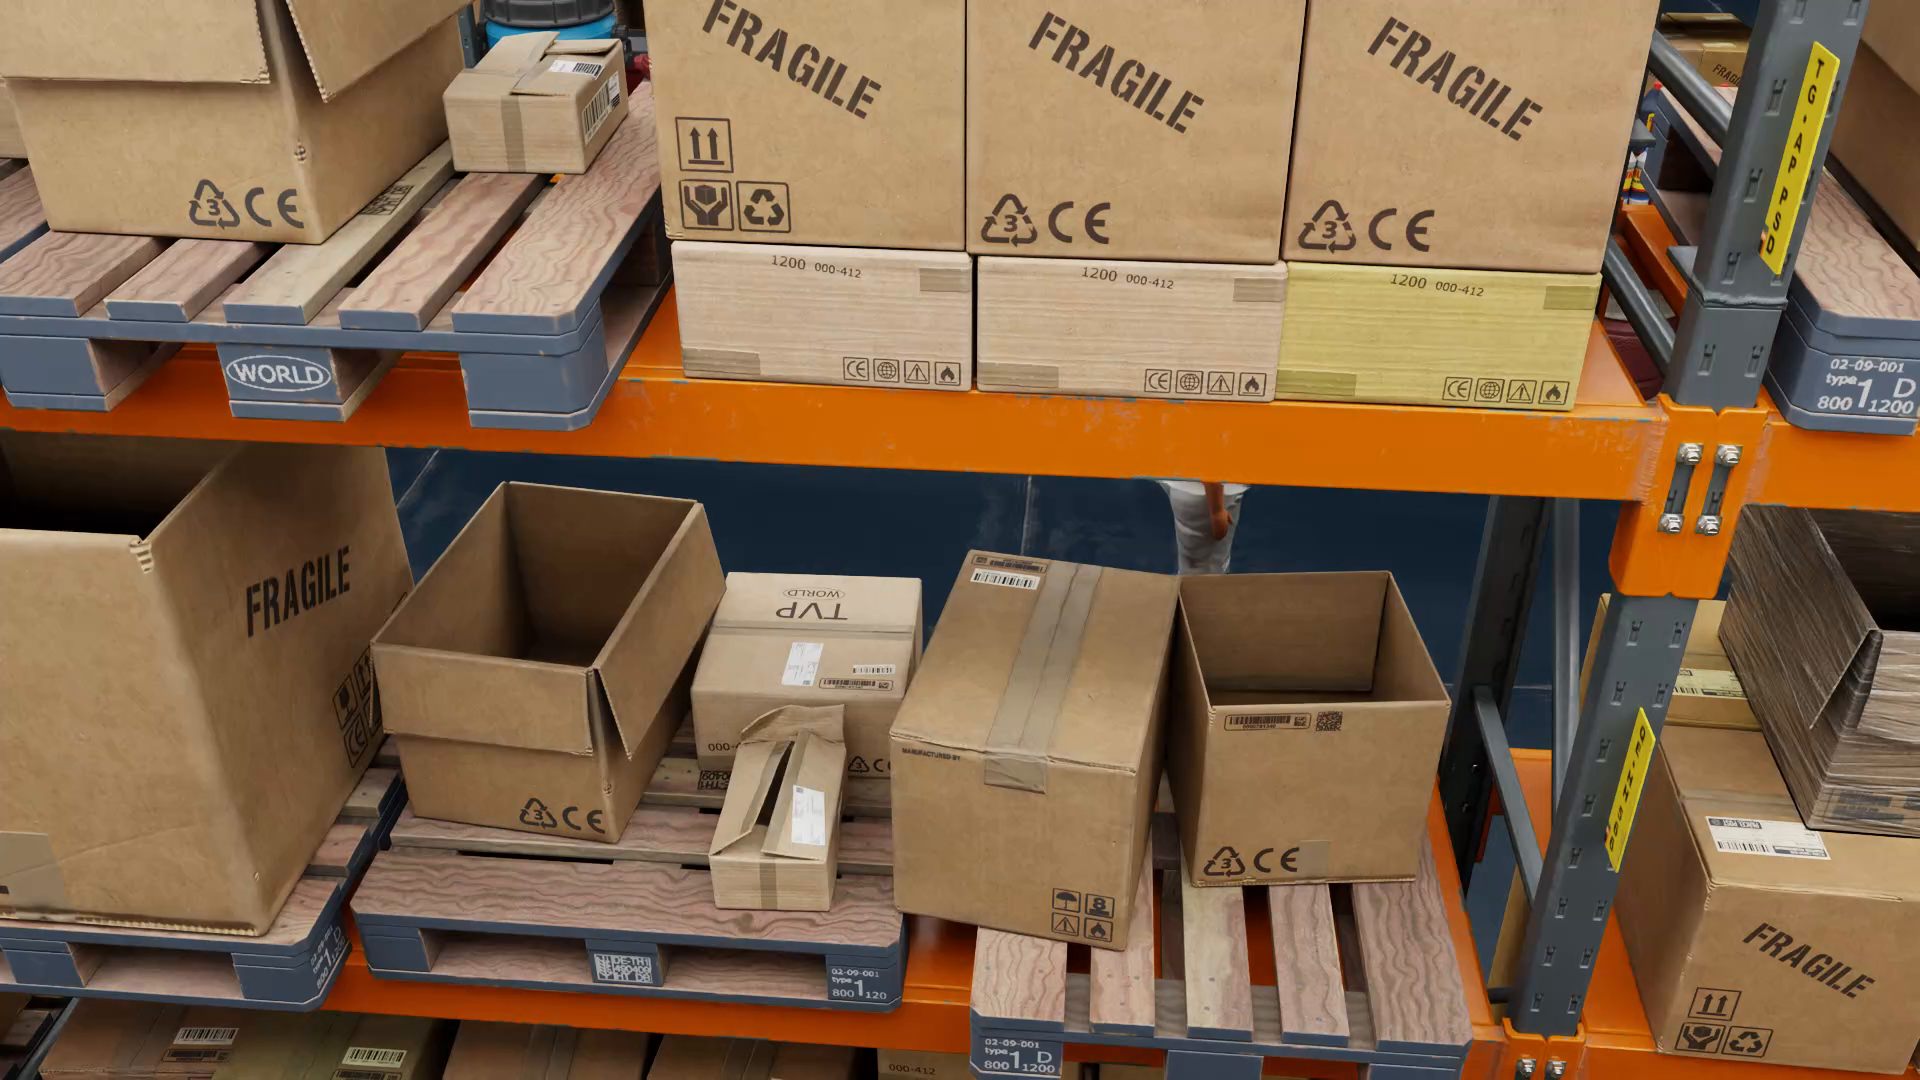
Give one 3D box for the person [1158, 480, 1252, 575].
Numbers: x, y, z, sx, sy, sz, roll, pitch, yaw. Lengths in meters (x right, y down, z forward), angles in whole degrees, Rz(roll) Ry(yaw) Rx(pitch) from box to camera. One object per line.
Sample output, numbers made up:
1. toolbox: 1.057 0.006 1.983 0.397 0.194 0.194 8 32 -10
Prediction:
1. person: 1.022 -0.241 6.519 0.643 1.661 0.487 -6 33 -9
